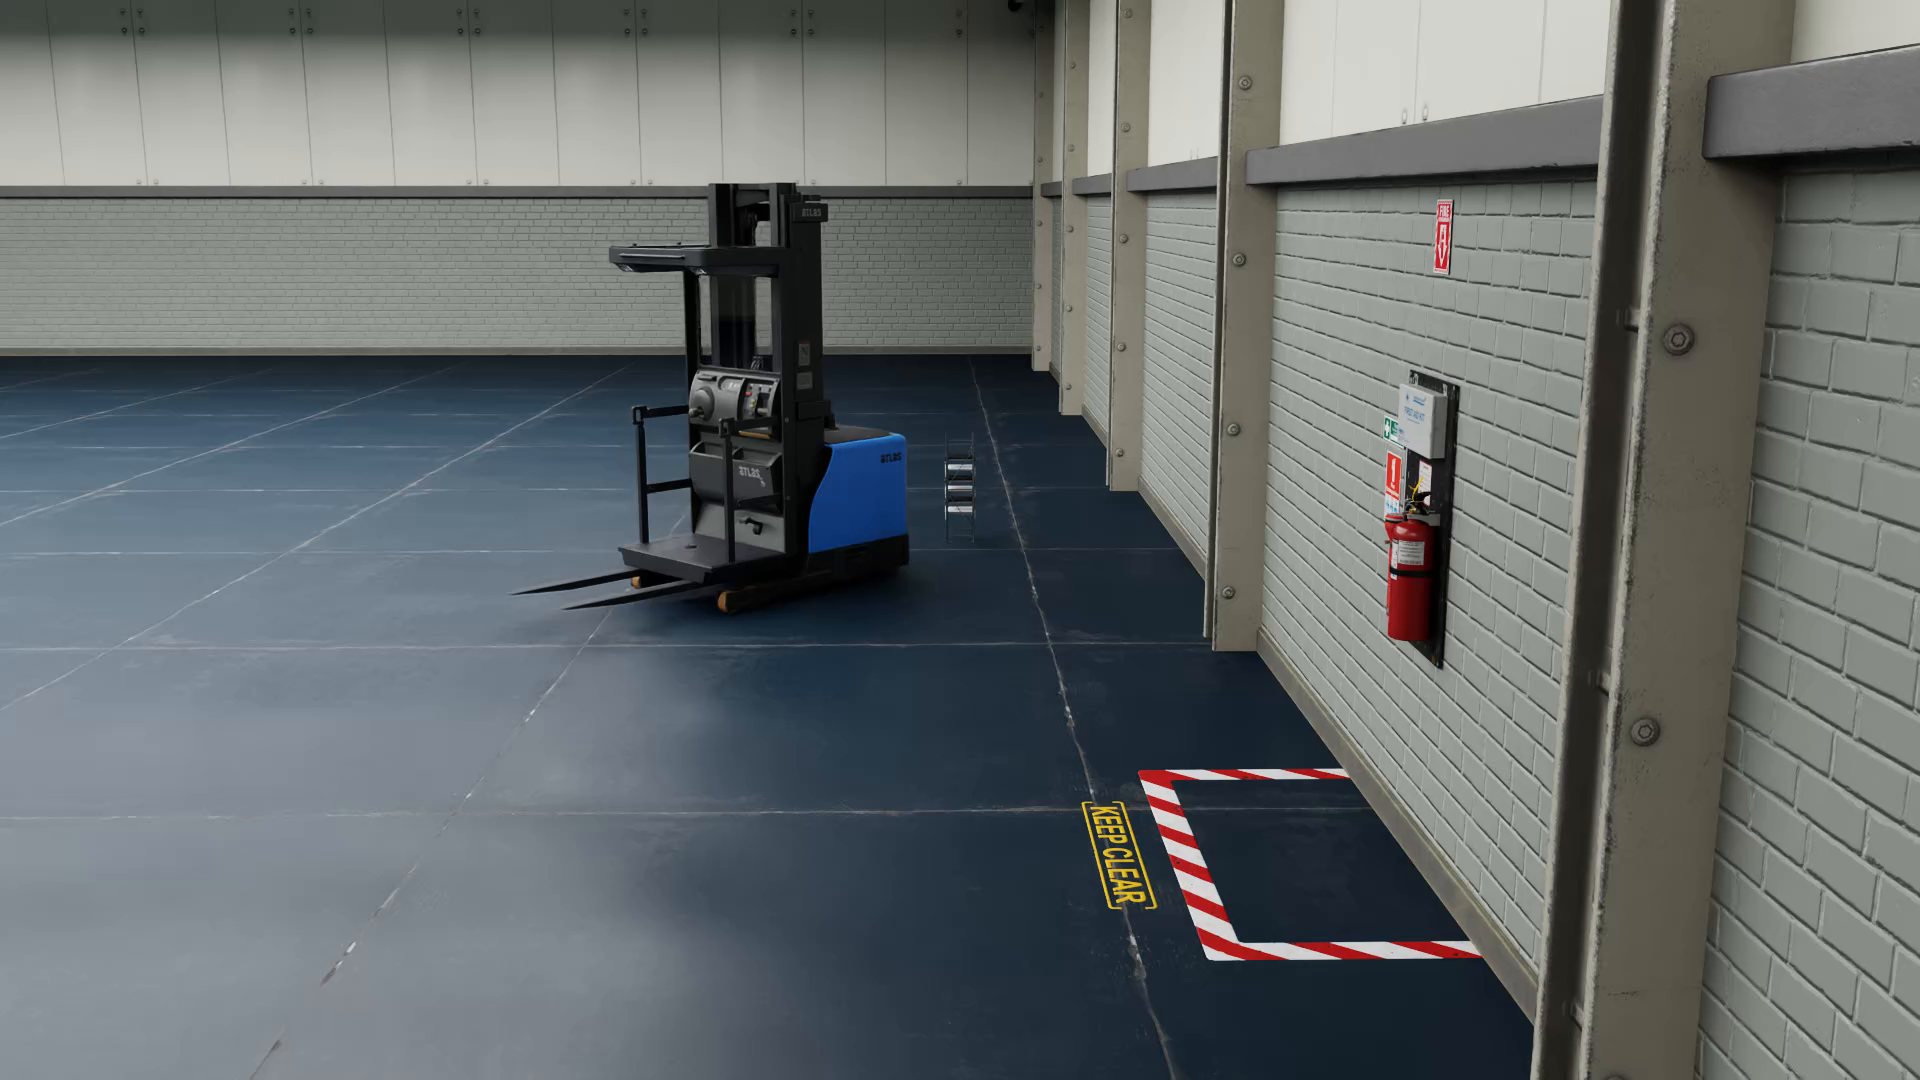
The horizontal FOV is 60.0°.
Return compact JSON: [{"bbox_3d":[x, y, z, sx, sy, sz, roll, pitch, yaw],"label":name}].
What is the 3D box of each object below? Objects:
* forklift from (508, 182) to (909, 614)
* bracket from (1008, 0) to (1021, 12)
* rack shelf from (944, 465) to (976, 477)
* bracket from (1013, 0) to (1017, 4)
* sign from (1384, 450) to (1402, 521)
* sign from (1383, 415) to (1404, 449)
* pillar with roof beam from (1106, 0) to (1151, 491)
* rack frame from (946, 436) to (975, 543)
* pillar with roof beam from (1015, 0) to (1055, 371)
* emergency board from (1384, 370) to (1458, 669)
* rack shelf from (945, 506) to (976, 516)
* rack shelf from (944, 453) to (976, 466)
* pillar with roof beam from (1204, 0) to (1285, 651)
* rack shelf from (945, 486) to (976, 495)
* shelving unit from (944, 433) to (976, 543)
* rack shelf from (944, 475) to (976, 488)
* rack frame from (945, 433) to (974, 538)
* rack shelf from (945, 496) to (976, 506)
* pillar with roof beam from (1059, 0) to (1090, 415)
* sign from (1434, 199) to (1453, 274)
[{"bbox_3d":[-1.768,-1.038,11.804,1.130,2.935,3.031,11,16,42],"label":"forklift"},{"bbox_3d":[0.979,-9.638,29.881,0.235,0.232,0.430,0,11,-1],"label":"bracket"},{"bbox_3d":[0.000,-0.583,13.933,0.258,0.077,0.200,0,11,-1],"label":"rack shelf"},{"bbox_3d":[0.992,-9.521,29.302,0.076,0.066,3.189,0,11,-1],"label":"bracket"},{"bbox_3d":[1.967,-0.230,7.560,0.001,0.329,0.234,0,11,-1],"label":"sign"},{"bbox_3d":[1.958,-0.489,7.503,0.001,0.109,0.331,0,11,-1],"label":"sign"},{"bbox_3d":[-2.664,-4.919,15.672,9.100,9.000,0.400,0,11,-1],"label":"pillar with roof beam"},{"bbox_3d":[0.002,-0.419,13.862,0.240,0.900,0.006,0,11,-1],"label":"rack frame"},{"bbox_3d":[-2.912,-7.304,27.430,9.100,9.000,0.548,0,11,-1],"label":"pillar with roof beam"},{"bbox_3d":[1.875,-0.102,7.020,0.194,1.169,0.643,0,11,-1],"label":"emergency board"},{"bbox_3d":[0.000,-0.230,14.004,0.258,0.077,0.200,0,11,-1],"label":"rack shelf"},{"bbox_3d":[0.000,-0.671,13.915,0.258,0.077,0.200,0,11,-1],"label":"rack shelf"},{"bbox_3d":[-2.540,-3.726,9.793,9.100,9.000,0.400,0,11,-1],"label":"pillar with roof beam"},{"bbox_3d":[0.000,-0.407,13.968,0.258,0.077,0.200,0,11,-1],"label":"rack shelf"},{"bbox_3d":[0.000,-0.439,13.962,0.258,0.900,0.210,0,11,-1],"label":"shelving unit"},{"bbox_3d":[0.000,-0.495,13.950,0.258,0.077,0.200,0,11,-1],"label":"rack shelf"},{"bbox_3d":[-0.002,-0.460,14.061,0.240,0.900,0.006,0,11,-1],"label":"rack frame"},{"bbox_3d":[0.000,-0.319,13.986,0.258,0.077,0.200,0,11,-1],"label":"rack shelf"},{"bbox_3d":[-2.788,-6.112,21.551,9.100,9.000,0.400,0,11,-1],"label":"pillar with roof beam"},{"bbox_3d":[1.974,-1.241,6.799,0.001,0.298,0.199,0,11,-1],"label":"sign"}]
